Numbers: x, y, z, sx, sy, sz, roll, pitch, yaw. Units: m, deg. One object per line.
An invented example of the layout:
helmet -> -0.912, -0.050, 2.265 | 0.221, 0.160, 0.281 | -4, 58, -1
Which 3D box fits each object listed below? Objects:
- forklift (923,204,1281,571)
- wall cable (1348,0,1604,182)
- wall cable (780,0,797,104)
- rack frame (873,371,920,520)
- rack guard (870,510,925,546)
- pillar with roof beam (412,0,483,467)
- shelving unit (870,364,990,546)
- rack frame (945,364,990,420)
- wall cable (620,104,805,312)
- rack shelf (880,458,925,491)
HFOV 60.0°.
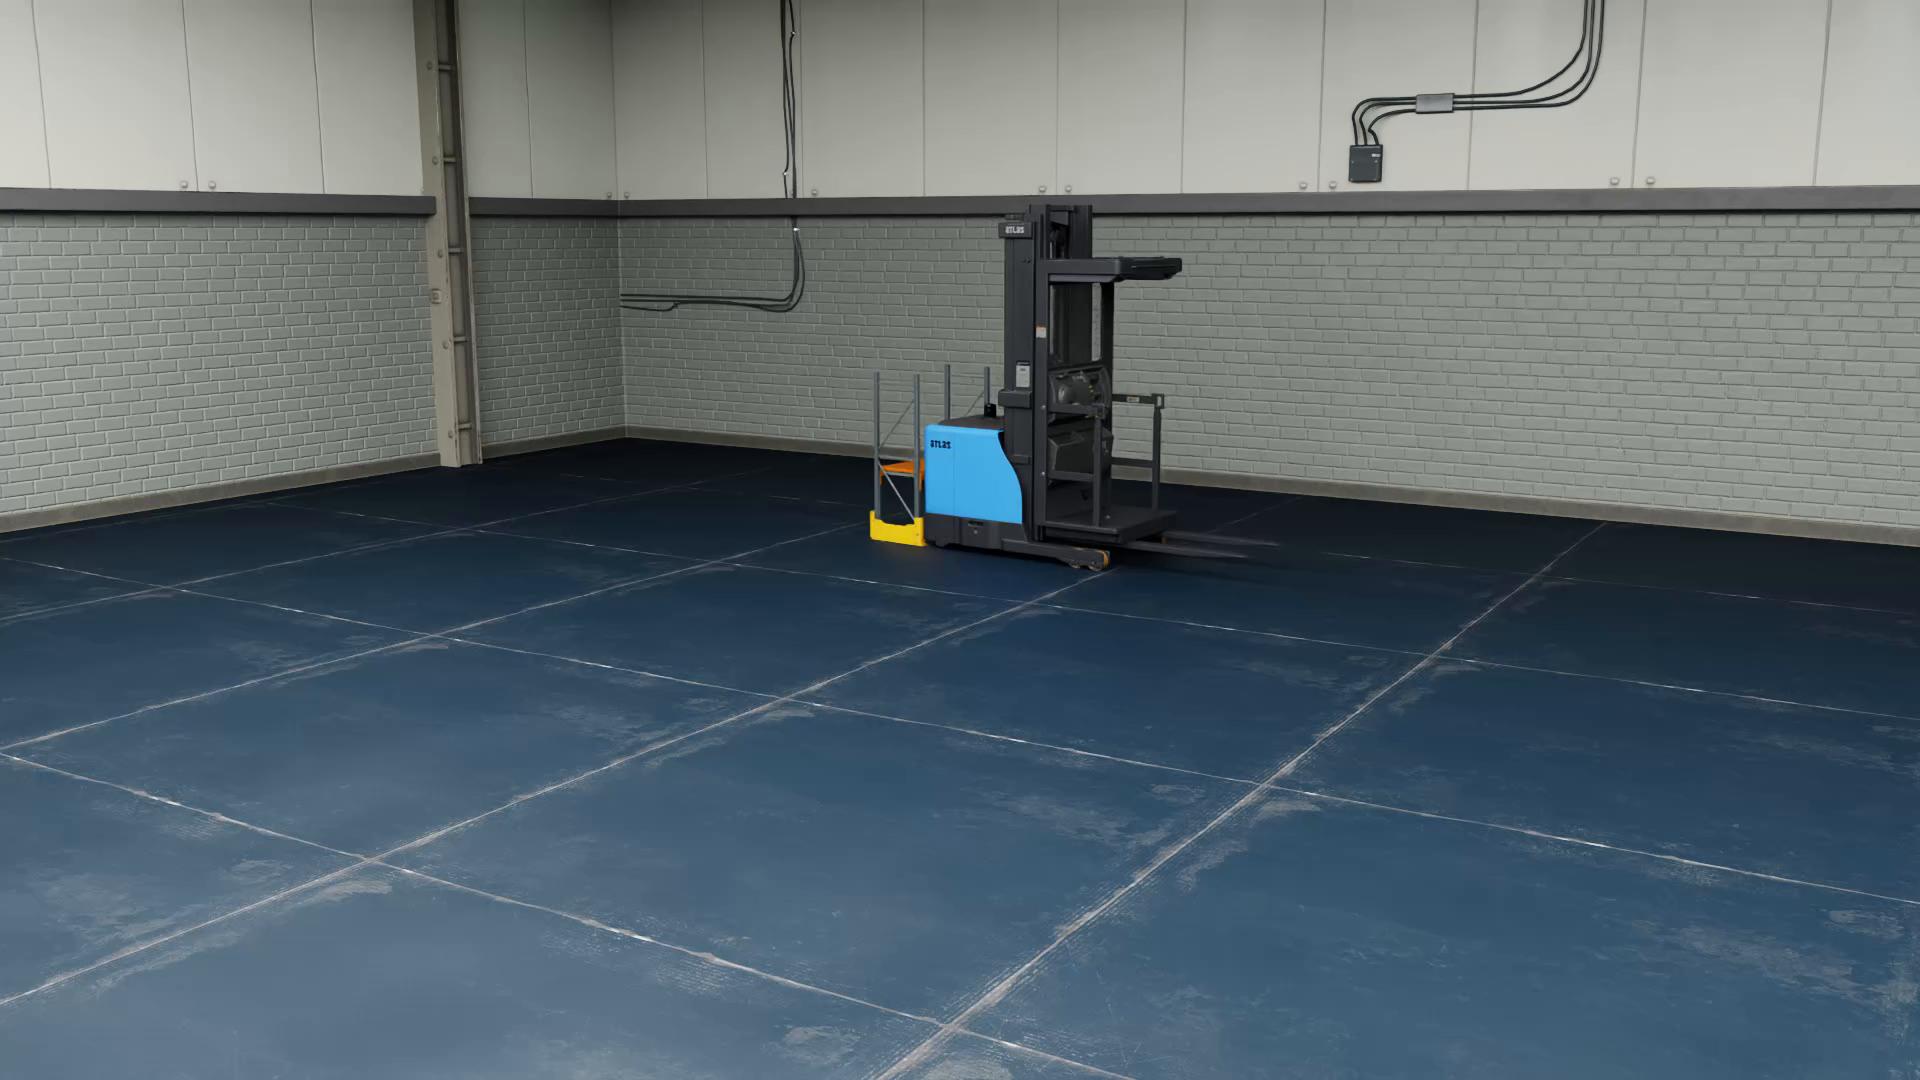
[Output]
forklift -> 1.179, -1.300, 13.846 | 3.031, 2.935, 1.130 | 7, 13, 34
wall cable -> 4.870, -6.417, 15.448 | 2.305, 6.003, 0.169 | 6, 12, 31
wall cable -> -0.923, -6.352, 19.059 | 3.097, 2.526, 0.112 | 6, 12, 31
rack frame -> -0.556, -0.721, 14.646 | 0.500, 1.500, 0.032 | 8, 13, 37
rack guard -> -0.555, -0.107, 14.762 | 0.587, 0.250, 0.087 | 8, 13, 37
pillar with roof beam -> -2.216, -4.906, 16.622 | 9.100, 9.000, 0.400 | 6, 12, 31
shelving unit -> -0.251, -0.794, 15.034 | 0.587, 1.500, 1.083 | 8, 13, 37
rack frame -> 0.065, -0.869, 15.437 | 0.500, 1.500, 0.032 | 8, 13, 37
wall cable -> -3.235, -4.128, 20.905 | 3.097, 2.526, 0.112 | 6, 12, 31
rack shelf -> -0.246, -0.619, 15.074 | 0.538, 0.185, 1.000 | 8, 13, 37
